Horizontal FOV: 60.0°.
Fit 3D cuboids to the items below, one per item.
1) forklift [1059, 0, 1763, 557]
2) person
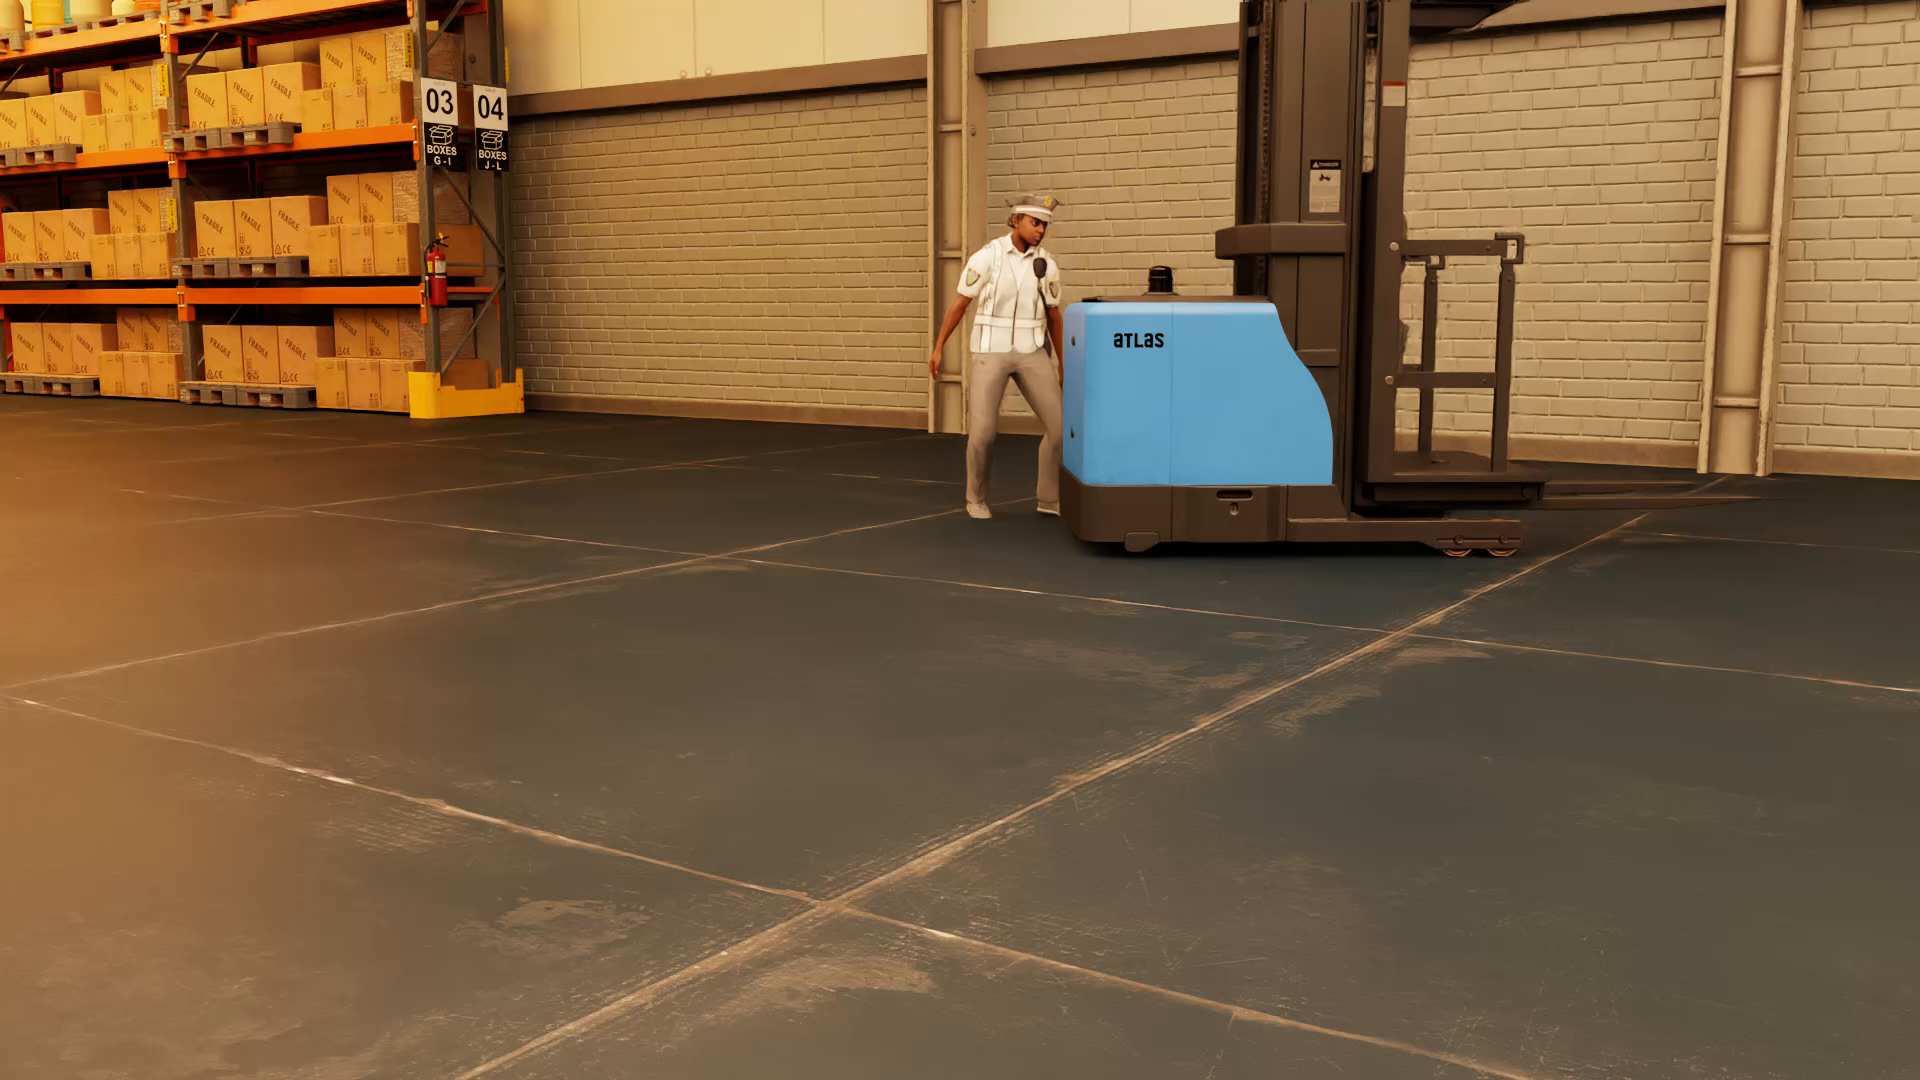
[{"bbox_3d":[2.007,-1.452,7.402,3.031,2.935,1.130,0,8,-2],"label":"forklift"},{"bbox_3d":[0.254,-0.890,8.336,0.814,1.642,0.444,-1,8,-7],"label":"person"}]
